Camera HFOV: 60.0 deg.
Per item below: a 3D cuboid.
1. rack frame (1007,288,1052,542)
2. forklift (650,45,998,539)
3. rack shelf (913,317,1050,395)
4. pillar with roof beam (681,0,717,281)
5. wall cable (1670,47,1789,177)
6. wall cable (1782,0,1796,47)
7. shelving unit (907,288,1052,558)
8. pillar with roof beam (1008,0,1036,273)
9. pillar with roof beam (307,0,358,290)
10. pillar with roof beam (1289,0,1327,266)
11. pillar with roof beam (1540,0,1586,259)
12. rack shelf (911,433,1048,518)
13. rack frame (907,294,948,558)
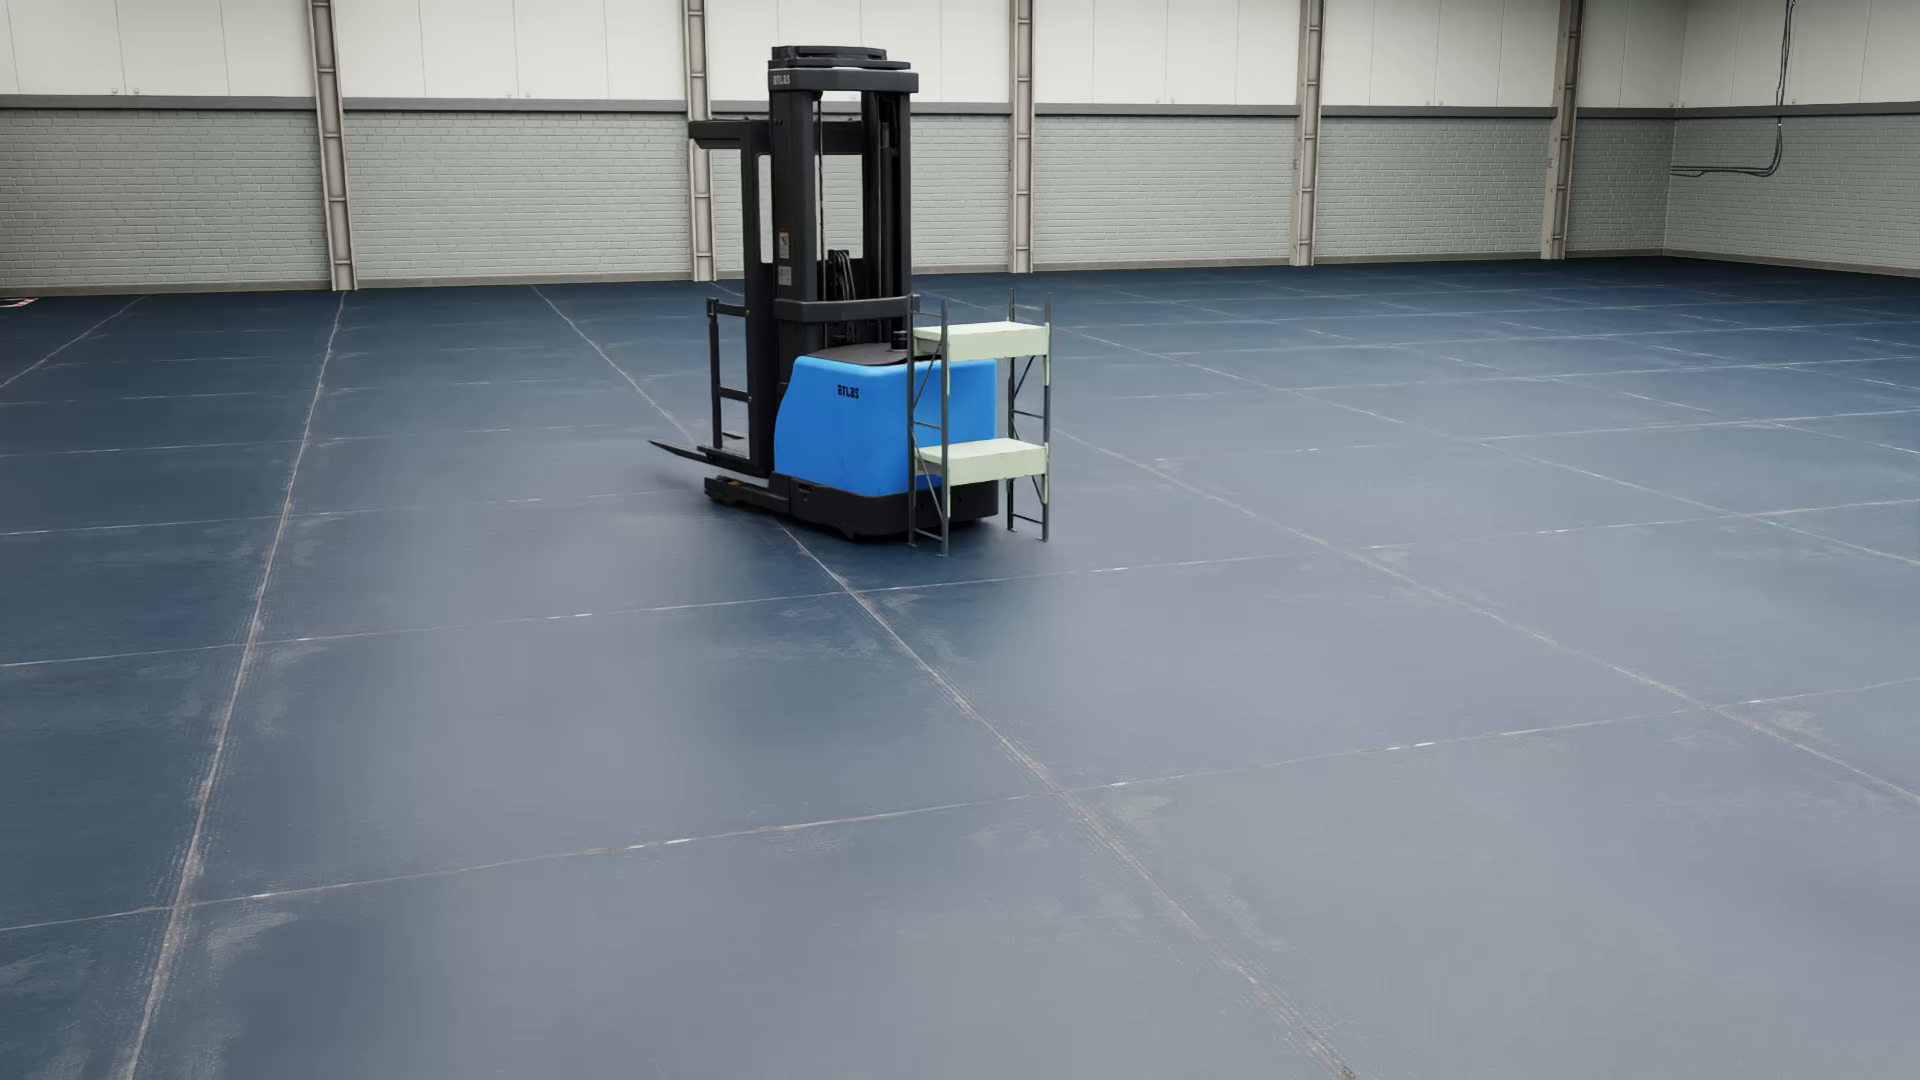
[{"bbox_3d":[0.417,-0.758,10.088,0.023,1.500,0.400,-9,16,-33],"label":"rack frame"},{"bbox_3d":[-1.076,-1.717,11.028,1.130,2.935,3.031,-11,17,-38],"label":"forklift"},{"bbox_3d":[0.114,-1.090,9.798,0.720,0.370,0.431,-9,16,-33],"label":"rack shelf"},{"bbox_3d":[-3.176,-8.049,24.535,0.400,9.000,9.100,-4,14,-18],"label":"pillar with roof beam"},{"bbox_3d":[15.725,-8.738,34.143,0.112,2.526,3.097,-4,14,-18],"label":"wall cable"},{"bbox_3d":[16.588,-10.602,31.064,0.112,2.526,3.097,-4,14,-18],"label":"wall cable"},{"bbox_3d":[0.114,-0.710,9.888,0.755,1.500,0.431,-9,16,-33],"label":"shelving unit"},{"bbox_3d":[2.511,-8.492,26.396,0.400,9.000,9.100,-4,14,-18],"label":"pillar with roof beam"},{"bbox_3d":[-8.862,-7.606,22.673,0.400,9.000,9.100,-4,14,-18],"label":"pillar with roof beam"},{"bbox_3d":[8.198,-8.935,28.258,0.400,9.000,9.100,-4,14,-18],"label":"pillar with roof beam"},{"bbox_3d":[13.884,-9.377,30.120,0.400,9.000,9.100,-4,14,-18],"label":"pillar with roof beam"},{"bbox_3d":[0.114,-0.393,9.964,0.720,0.370,0.431,-9,16,-33],"label":"rack shelf"},{"bbox_3d":[-0.189,-0.663,9.689,0.023,1.500,0.400,-9,16,-33],"label":"rack frame"}]
